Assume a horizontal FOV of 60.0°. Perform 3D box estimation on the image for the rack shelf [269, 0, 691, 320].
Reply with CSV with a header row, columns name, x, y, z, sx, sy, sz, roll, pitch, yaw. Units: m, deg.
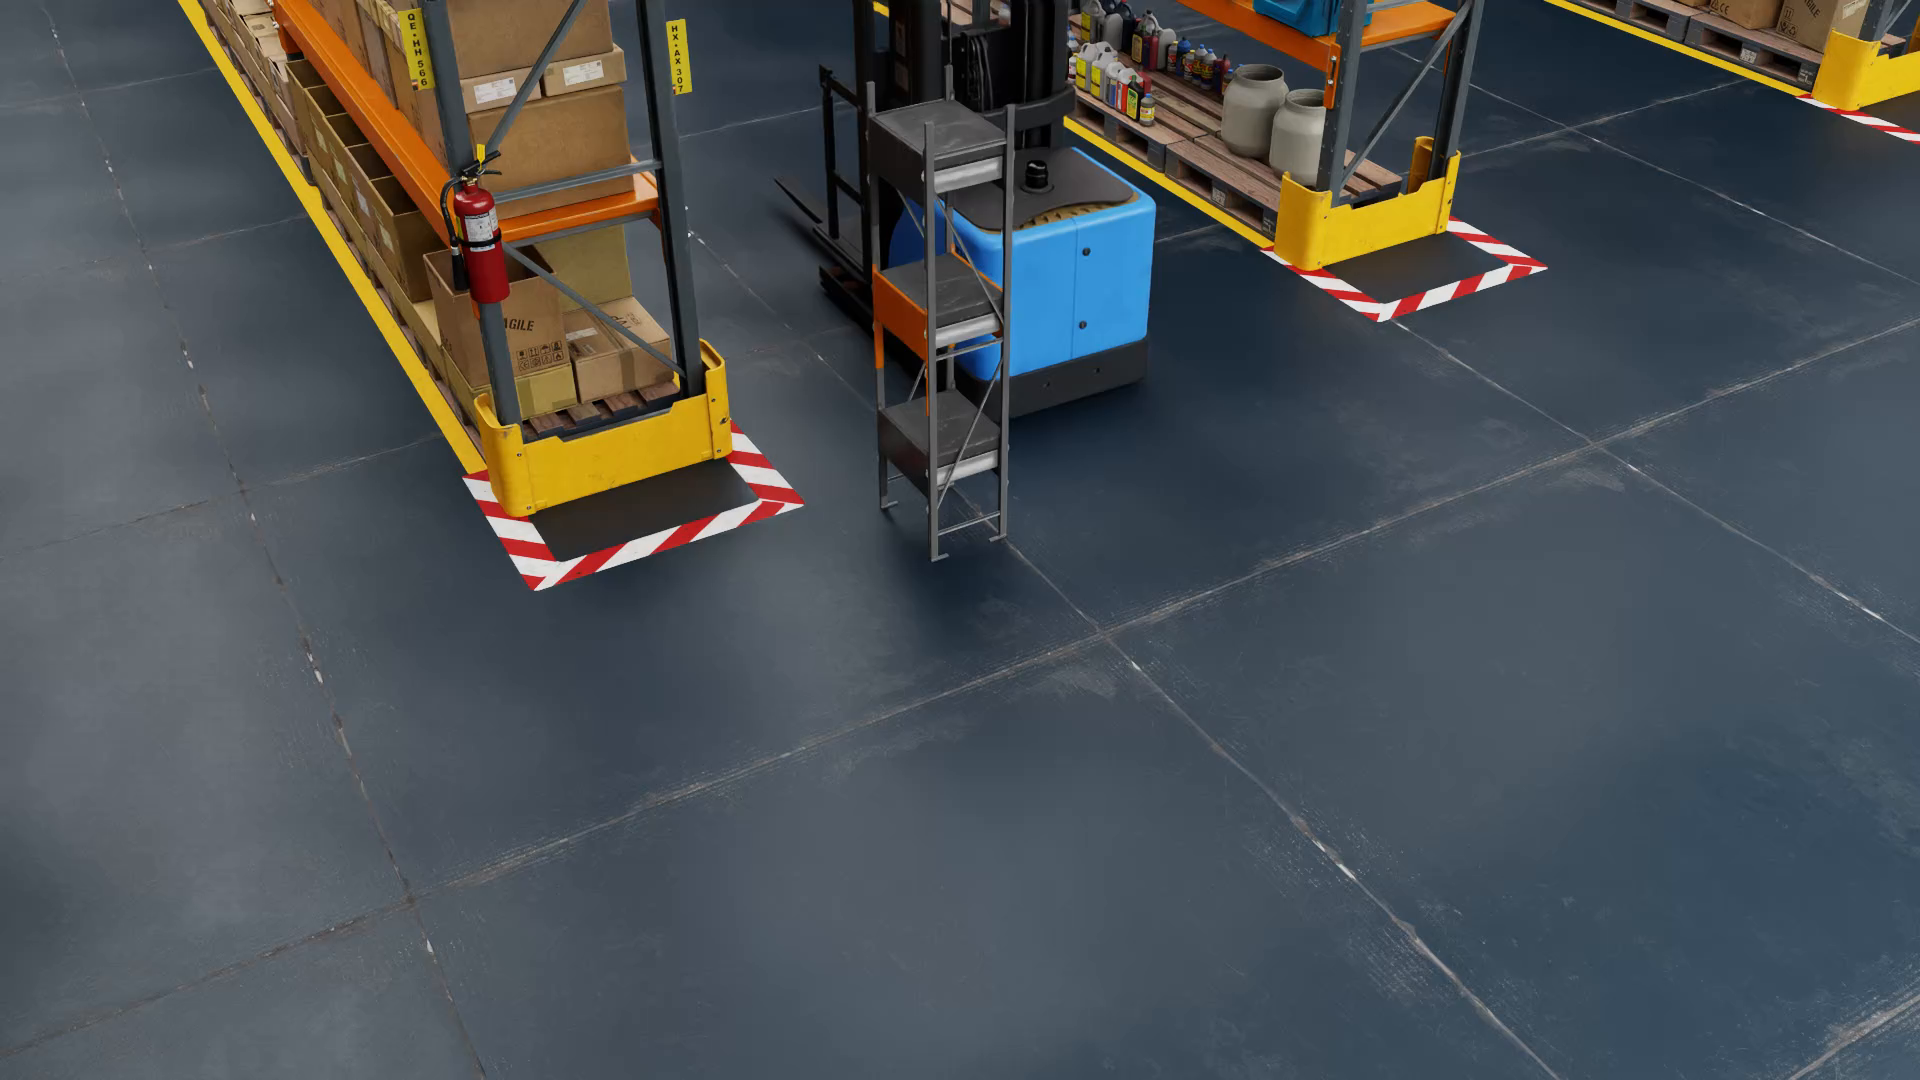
name,x,y,z,sx,sy,sz,roll,pitch,yaw
rack shelf,-2.728,-2.307,8.976,1.077,0.370,4.000,-19,40,-24

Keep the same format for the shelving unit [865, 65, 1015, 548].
name,x,y,z,sx,sy,sz,roll,pitch,yaw
shelving unit,-0.084,-0.933,7.248,0.431,2.100,0.499,-19,40,-24

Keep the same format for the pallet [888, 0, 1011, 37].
name,x,y,z,sx,sy,sz,roll,pitch,yaw
pallet,0.124,-4.346,13.522,1.003,0.211,1.213,-19,40,-24

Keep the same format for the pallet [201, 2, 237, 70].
name,x,y,z,sx,sy,sz,roll,pitch,yaw
pallet,-5.363,-4.100,13.185,1.003,0.211,1.213,-19,40,-24

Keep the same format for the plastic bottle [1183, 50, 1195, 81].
name,x,y,z,sx,sy,sz,roll,pitch,yaw
plastic bottle,1.648,-3.384,11.840,0.097,0.201,0.097,0,36,0

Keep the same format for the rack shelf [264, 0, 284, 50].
name,x,y,z,sx,sy,sz,roll,pitch,yaw
rack shelf,-4.738,-4.347,11.768,1.077,0.370,4.000,-19,40,-24

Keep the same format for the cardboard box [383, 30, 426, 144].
name,x,y,z,sx,sy,sz,roll,pitch,yaw
cardboard box,-2.459,-2.381,8.382,0.700,0.500,0.500,-19,40,-24

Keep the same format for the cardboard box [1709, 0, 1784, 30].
name,x,y,z,sx,sy,sz,roll,pitch,yaw
cardboard box,6.215,-4.289,12.843,0.500,0.500,0.500,-9,37,-12

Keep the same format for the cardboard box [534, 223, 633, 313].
name,x,y,z,sx,sy,sz,roll,pitch,yaw
cardboard box,-2.053,-1.534,8.646,0.500,0.500,0.500,-19,40,-24

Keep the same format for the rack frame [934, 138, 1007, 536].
name,x,y,z,sx,sy,sz,roll,pitch,yaw
rack frame,0.041,-0.808,7.076,0.380,1.831,0.006,-19,40,-24

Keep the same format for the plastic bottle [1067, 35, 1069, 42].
name,x,y,z,sx,sy,sz,roll,pitch,yaw
plastic bottle,0.693,-3.560,11.955,0.144,0.351,0.185,-21,41,-26

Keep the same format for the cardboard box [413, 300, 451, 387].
name,x,y,z,sx,sy,sz,roll,pitch,yaw
cardboard box,-2.510,-1.074,8.653,0.500,0.250,0.500,-19,40,-24

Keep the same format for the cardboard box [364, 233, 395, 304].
name,x,y,z,sx,sy,sz,roll,pitch,yaw
cardboard box,-3.012,-1.584,9.351,0.500,0.250,0.500,-19,40,-24

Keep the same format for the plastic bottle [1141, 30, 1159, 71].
name,x,y,z,sx,sy,sz,roll,pitch,yaw
plastic bottle,1.370,-3.543,11.987,0.061,0.283,0.133,-19,40,-24

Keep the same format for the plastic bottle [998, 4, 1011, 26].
name,x,y,z,sx,sy,sz,roll,pitch,yaw
plastic bottle,0.333,-3.867,12.441,0.097,0.271,0.097,0,36,0

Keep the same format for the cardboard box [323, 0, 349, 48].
name,x,y,z,sx,sy,sz,roll,pitch,yaw
cardboard box,-3.234,-3.166,9.457,0.700,0.500,0.500,-19,40,-24

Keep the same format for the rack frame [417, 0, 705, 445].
name,x,y,z,sx,sy,sz,roll,pitch,yaw
rack frame,-1.723,-1.578,7.367,1.000,3.000,0.127,-19,40,-24

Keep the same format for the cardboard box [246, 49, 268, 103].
name,x,y,z,sx,sy,sz,roll,pitch,yaw
cardboard box,-4.702,-3.322,11.730,0.500,0.250,0.500,-18,40,-23

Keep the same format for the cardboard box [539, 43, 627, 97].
name,x,y,z,sx,sy,sz,roll,pitch,yaw
cardboard box,-1.734,-2.144,7.507,0.380,0.149,0.250,-19,40,-24

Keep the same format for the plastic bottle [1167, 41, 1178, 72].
name,x,y,z,sx,sy,sz,roll,pitch,yaw
plastic bottle,1.544,-3.489,11.984,0.097,0.201,0.097,0,36,0

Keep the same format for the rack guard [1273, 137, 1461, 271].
name,x,y,z,sx,sy,sz,roll,pitch,yaw
rack guard,2.483,-2.059,10.145,1.175,0.500,0.348,-19,40,-24

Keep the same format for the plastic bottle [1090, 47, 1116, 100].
name,x,y,z,sx,sy,sz,roll,pitch,yaw
plastic bottle,1.000,-3.249,11.528,0.144,0.351,0.185,-17,40,-22

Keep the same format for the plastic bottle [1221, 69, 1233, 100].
name,x,y,z,sx,sy,sz,roll,pitch,yaw
plastic bottle,1.868,-3.161,11.534,0.097,0.201,0.097,0,36,0

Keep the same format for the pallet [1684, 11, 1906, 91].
name,x,y,z,sx,sy,sz,roll,pitch,yaw
pallet,6.428,-3.849,12.840,1.003,0.211,1.213,-19,40,-24

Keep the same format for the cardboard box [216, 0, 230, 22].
name,x,y,z,sx,sy,sz,roll,pitch,yaw
cardboard box,-5.208,-4.063,12.269,0.500,0.311,0.500,-20,41,-25

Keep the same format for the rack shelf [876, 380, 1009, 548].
name,x,y,z,sx,sy,sz,roll,pitch,yaw
rack shelf,-0.083,-0.356,7.667,0.431,0.518,0.480,-19,40,-24

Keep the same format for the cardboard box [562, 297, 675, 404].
name,x,y,z,sx,sy,sz,roll,pitch,yaw
cardboard box,-1.800,-0.976,8.519,0.500,0.250,0.500,-19,40,-24

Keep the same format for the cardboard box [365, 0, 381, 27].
name,x,y,z,sx,sy,sz,roll,pitch,yaw
cardboard box,-2.732,-2.678,8.239,0.380,0.149,0.250,-18,40,-23

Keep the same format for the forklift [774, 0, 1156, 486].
name,x,y,z,sx,sy,sz,roll,pitch,yaw
forklift,-0.260,-2.337,8.465,1.782,2.935,3.795,-18,40,-23

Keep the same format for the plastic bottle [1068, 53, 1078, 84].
name,x,y,z,sx,sy,sz,roll,pitch,yaw
plastic bottle,0.815,-3.349,11.791,0.097,0.201,0.097,0,36,0

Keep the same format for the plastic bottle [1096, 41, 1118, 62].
name,x,y,z,sx,sy,sz,roll,pitch,yaw
plastic bottle,1.022,-3.370,11.757,0.152,0.276,0.135,-19,40,-24

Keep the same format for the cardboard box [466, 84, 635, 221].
name,x,y,z,sx,sy,sz,roll,pitch,yaw
cardboard box,-1.947,-1.860,7.669,0.700,0.500,0.500,-19,40,-24

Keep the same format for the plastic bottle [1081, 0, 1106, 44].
name,x,y,z,sx,sy,sz,roll,pitch,yaw
plastic bottle,1.000,-3.906,12.427,0.144,0.351,0.185,-19,40,-24

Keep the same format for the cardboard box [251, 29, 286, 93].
name,x,y,z,sx,sy,sz,roll,pitch,yaw
cardboard box,-4.451,-3.288,11.209,0.500,0.311,0.500,-18,40,-23

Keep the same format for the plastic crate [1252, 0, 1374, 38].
name,x,y,z,sx,sy,sz,roll,pitch,yaw
plastic crate,2.051,-3.150,9.646,0.499,0.251,0.616,-19,40,-24

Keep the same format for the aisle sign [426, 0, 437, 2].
name,x,y,z,sx,sy,sz,roll,pitch,yaw
aisle sign,-1.944,-2.507,6.435,0.394,0.787,0.004,-19,40,-24

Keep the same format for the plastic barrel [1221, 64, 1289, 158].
name,x,y,z,sx,sy,sz,roll,pitch,yaw
plastic barrel,1.913,-2.777,10.762,0.421,0.512,0.421,0,36,0

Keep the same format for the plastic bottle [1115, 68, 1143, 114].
name,x,y,z,sx,sy,sz,roll,pitch,yaw
plastic bottle,1.157,-3.065,11.339,0.152,0.276,0.135,-19,40,-24

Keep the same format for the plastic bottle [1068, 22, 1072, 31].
name,x,y,z,sx,sy,sz,roll,pitch,yaw
plastic bottle,0.723,-3.699,12.145,0.144,0.351,0.185,-19,40,-24

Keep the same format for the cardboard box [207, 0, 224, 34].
name,x,y,z,sx,sy,sz,roll,pitch,yaw
cardboard box,-5.480,-4.106,12.804,0.500,0.250,0.500,-20,41,-25

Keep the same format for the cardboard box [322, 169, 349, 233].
name,x,y,z,sx,sy,sz,roll,pitch,yaw
cardboard box,-3.515,-2.094,10.049,0.500,0.250,0.500,-19,40,-24

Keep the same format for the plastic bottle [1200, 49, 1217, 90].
name,x,y,z,sx,sy,sz,roll,pitch,yaw
plastic bottle,1.748,-3.311,11.681,0.097,0.271,0.097,0,36,0

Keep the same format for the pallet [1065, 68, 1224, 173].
name,x,y,z,sx,sy,sz,roll,pitch,yaw
pallet,1.470,-2.980,11.651,1.003,0.211,1.213,-19,40,-24

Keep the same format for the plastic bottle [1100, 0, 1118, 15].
name,x,y,z,sx,sy,sz,roll,pitch,yaw
plastic bottle,1.125,-3.948,12.486,0.144,0.351,0.185,-20,41,-25

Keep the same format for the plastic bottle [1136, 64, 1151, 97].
name,x,y,z,sx,sy,sz,roll,pitch,yaw
plastic bottle,1.248,-3.099,11.380,0.061,0.283,0.133,-19,40,-24

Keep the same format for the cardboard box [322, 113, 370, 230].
name,x,y,z,sx,sy,sz,roll,pitch,yaw
cardboard box,-3.268,-2.140,9.477,0.500,0.500,0.500,-19,40,-24

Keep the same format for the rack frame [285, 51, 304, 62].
name,x,y,z,sx,sy,sz,roll,pitch,yaw
rack frame,-3.733,-3.618,10.160,1.000,3.000,0.127,-19,40,-24

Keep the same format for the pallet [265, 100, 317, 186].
name,x,y,z,sx,sy,sz,roll,pitch,yaw
pallet,-4.137,-2.856,11.481,1.003,0.211,1.213,-19,40,-24

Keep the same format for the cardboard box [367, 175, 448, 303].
name,x,y,z,sx,sy,sz,roll,pitch,yaw
cardboard box,-2.765,-1.631,8.779,0.500,0.500,0.500,-19,40,-24

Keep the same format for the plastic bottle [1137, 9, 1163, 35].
name,x,y,z,sx,sy,sz,roll,pitch,yaw
plastic bottle,1.383,-3.686,12.126,0.144,0.351,0.185,-19,40,-24

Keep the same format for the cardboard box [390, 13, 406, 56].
name,x,y,z,sx,sy,sz,roll,pitch,yaw
cardboard box,-2.466,-2.411,7.873,0.380,0.149,0.250,-18,40,-23
